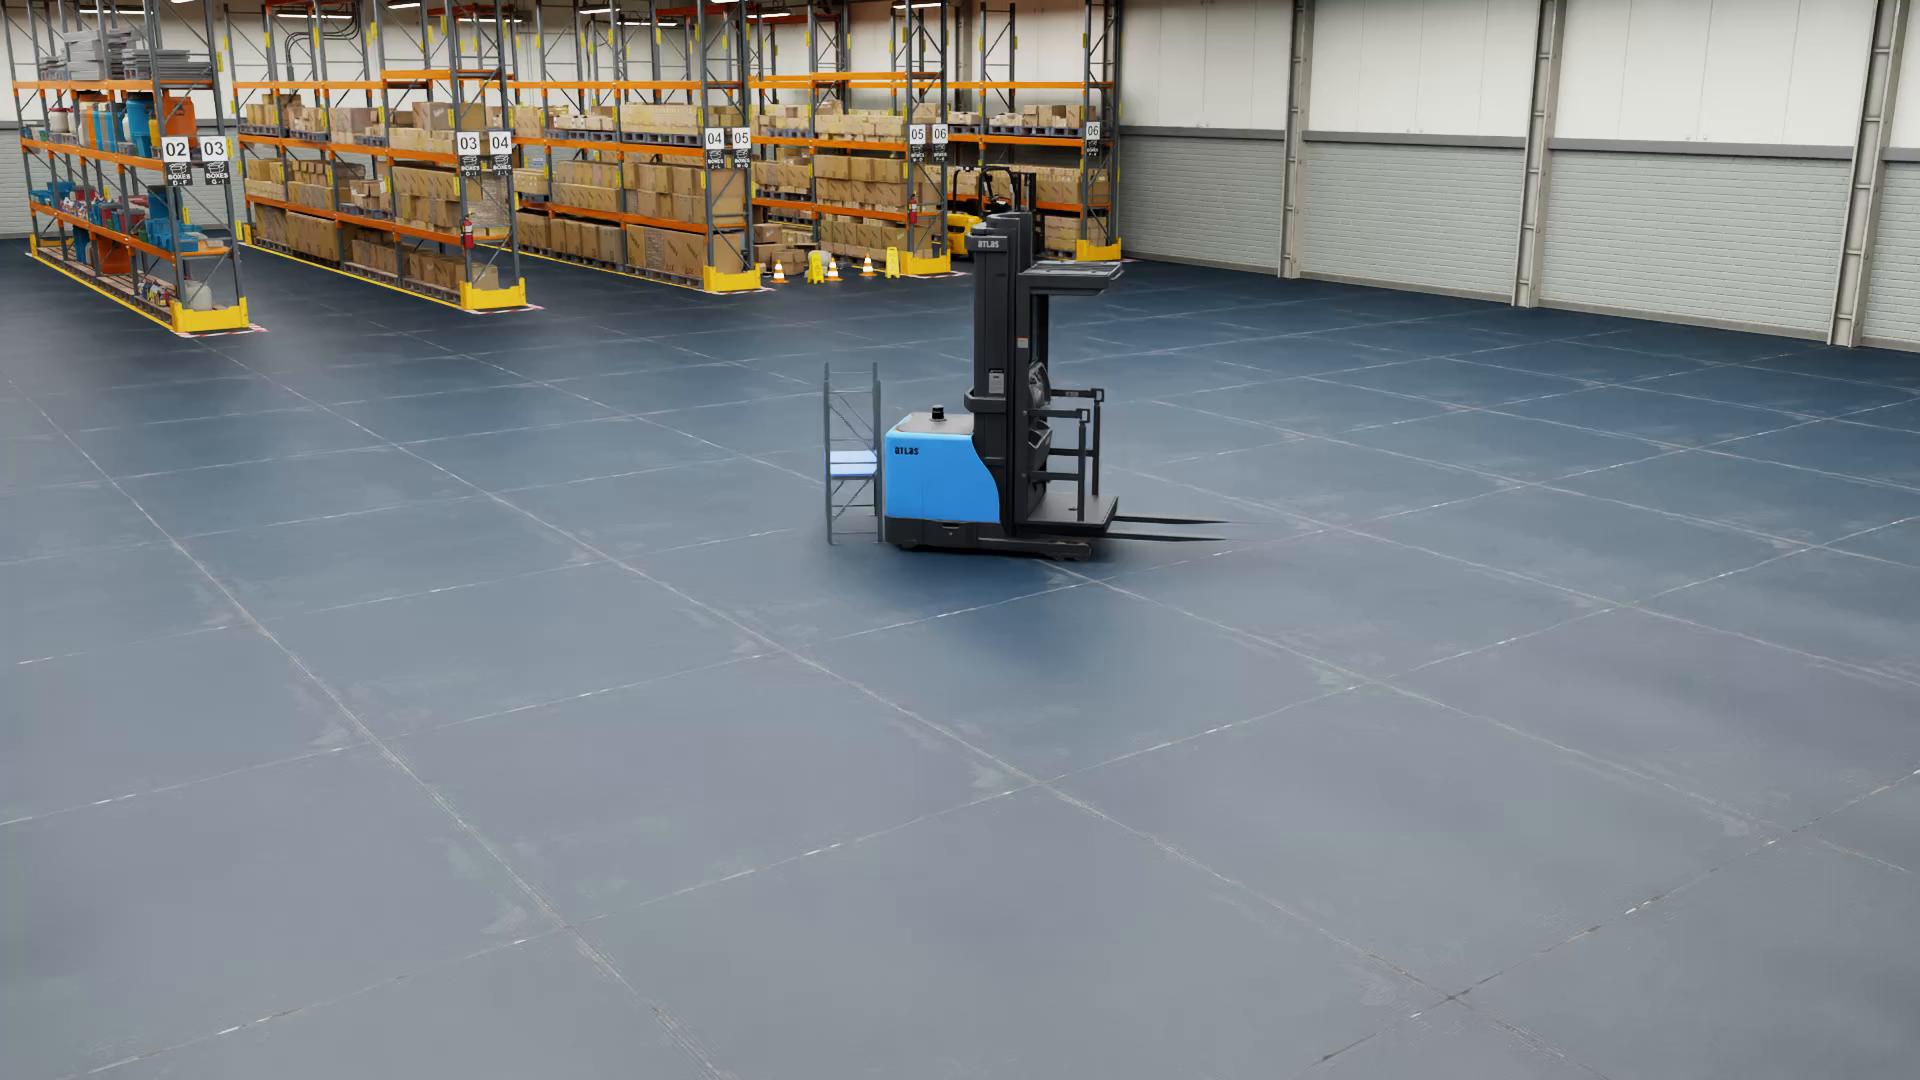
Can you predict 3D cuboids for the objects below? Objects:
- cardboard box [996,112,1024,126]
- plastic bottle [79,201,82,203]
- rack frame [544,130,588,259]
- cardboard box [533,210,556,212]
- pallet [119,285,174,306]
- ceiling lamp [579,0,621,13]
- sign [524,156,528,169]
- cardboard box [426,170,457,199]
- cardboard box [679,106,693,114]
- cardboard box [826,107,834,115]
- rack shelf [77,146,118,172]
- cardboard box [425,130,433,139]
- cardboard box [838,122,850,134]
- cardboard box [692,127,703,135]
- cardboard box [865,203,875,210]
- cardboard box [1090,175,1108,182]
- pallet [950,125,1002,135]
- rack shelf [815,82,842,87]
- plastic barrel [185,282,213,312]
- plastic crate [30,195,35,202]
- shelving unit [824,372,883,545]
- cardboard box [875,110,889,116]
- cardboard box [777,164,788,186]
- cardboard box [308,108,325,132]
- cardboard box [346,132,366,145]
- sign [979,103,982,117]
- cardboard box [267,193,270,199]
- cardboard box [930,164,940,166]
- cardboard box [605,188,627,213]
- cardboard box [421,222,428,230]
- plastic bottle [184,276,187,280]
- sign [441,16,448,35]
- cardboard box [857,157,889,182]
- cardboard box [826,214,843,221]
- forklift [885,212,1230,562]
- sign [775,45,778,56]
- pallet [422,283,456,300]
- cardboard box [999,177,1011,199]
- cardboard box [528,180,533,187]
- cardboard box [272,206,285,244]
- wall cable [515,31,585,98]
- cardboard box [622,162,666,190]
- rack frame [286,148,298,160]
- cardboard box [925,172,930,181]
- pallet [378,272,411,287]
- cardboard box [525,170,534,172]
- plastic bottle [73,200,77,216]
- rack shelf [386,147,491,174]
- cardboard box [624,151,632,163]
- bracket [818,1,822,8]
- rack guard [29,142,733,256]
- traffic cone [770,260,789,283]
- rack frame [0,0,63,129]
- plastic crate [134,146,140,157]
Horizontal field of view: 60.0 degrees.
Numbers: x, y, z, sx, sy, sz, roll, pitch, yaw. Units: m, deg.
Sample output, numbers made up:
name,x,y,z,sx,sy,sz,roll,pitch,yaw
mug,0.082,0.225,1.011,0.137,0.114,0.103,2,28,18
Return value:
name,x,y,z,sx,sy,sz,roll,pitch,yaw
cardboard box,1.234,-10.433,41.188,0.500,0.311,0.500,-10,18,-33
plastic bottle,-19.165,-7.232,36.226,0.152,0.276,0.135,-11,19,-35
rack frame,-9.367,-8.287,39.845,1.000,3.000,0.127,-11,19,-35
cardboard box,-10.463,-8.157,41.891,0.500,0.250,0.500,-12,19,-37
pallet,-15.586,-4.732,32.140,1.003,0.211,1.213,-11,19,-35
ceiling lamp,-9.050,-15.123,42.400,0.800,3.185,2.000,-11,19,-35
sign,-11.272,-9.786,43.130,0.100,0.325,0.005,-11,19,-35
cardboard box,-9.849,-6.796,31.752,0.500,0.500,0.500,-11,19,-35
cardboard box,-5.432,-8.667,33.533,0.380,0.149,0.250,-10,18,-34
cardboard box,-3.391,-10.333,40.179,0.500,0.250,0.500,-11,19,-36
rack shelf,-16.269,-7.442,32.441,1.077,0.370,4.000,-11,19,-35
cardboard box,-9.909,-7.687,31.500,0.380,0.149,0.250,-12,19,-37
cardboard box,-2.439,-9.386,37.901,0.500,0.250,0.500,-11,19,-34
cardboard box,-5.133,-8.173,33.239,0.380,0.149,0.250,-11,19,-35
cardboard box,-1.920,-7.556,37.651,0.380,0.149,0.250,-11,19,-35
cardboard box,3.305,-8.613,39.620,0.380,0.149,0.250,-11,19,-36
pallet,0.413,-10.535,42.738,0.805,0.209,1.217,-12,19,-37
rack shelf,-4.246,-11.098,40.501,0.919,0.124,3.809,-11,19,-35
plastic barrel,-13.190,-4.193,28.804,0.421,0.512,0.421,0,15,0
plastic crate,-22.148,-8.195,39.894,0.250,0.136,0.298,-11,19,-35
shelving unit,-0.993,-0.820,15.404,0.500,1.500,1.039,-1,15,-4
cardboard box,-2.117,-11.707,45.625,0.380,0.149,0.250,-12,19,-36
cardboard box,-4.119,-8.897,40.525,0.500,0.500,0.500,-10,18,-33
cardboard box,-14.434,-9.526,37.705,0.500,0.500,0.500,-10,18,-32
cardboard box,-12.756,-8.555,35.427,0.500,0.250,0.500,-10,18,-33
sign,0.509,-10.755,41.607,0.100,0.325,0.005,-11,19,-35
cardboard box,-16.991,-8.560,41.319,0.380,0.149,0.250,-11,19,-35
cardboard box,-0.707,-10.068,44.934,0.380,0.149,0.250,-11,19,-35
cardboard box,-7.538,-7.551,36.967,0.500,0.500,0.500,-11,19,-35
cardboard box,-10.311,-6.152,32.522,0.380,0.149,0.250,-11,19,-35
plastic bottle,-14.481,-4.757,31.134,0.144,0.351,0.185,-11,19,-36
sign,-9.196,-9.169,29.634,0.100,0.325,0.005,-11,19,-35
cardboard box,-1.870,-8.320,37.319,0.700,0.500,0.500,-11,19,-35
cardboard box,-2.917,-7.570,38.988,0.380,0.149,0.250,-11,19,-34
forklift,0.894,-1.375,14.721,3.031,2.935,1.130,3,16,11
sign,-5.653,-15.059,51.153,0.100,0.325,0.005,-11,19,-35
pallet,-9.942,-4.941,32.902,1.003,0.211,1.213,-11,19,-35
cardboard box,1.312,-8.798,41.524,0.500,0.500,0.500,-10,18,-34
cardboard box,-10.184,-8.603,40.118,0.380,0.149,0.250,-10,18,-32
cardboard box,-16.643,-7.916,41.719,0.875,0.875,0.875,-11,19,-35
wall cable,-13.089,-14.966,52.883,2.355,3.000,0.029,-11,19,-35
cardboard box,-6.826,-7.942,36.255,0.875,0.550,0.550,-11,19,-35
rack frame,-15.788,-8.393,40.234,0.949,2.616,0.053,-11,19,-35
cardboard box,-0.760,-9.662,44.208,0.500,0.250,0.500,-11,19,-36
pallet,-11.546,-5.505,34.965,1.003,0.211,1.213,-11,19,-35
cardboard box,-10.720,-9.232,41.852,0.380,0.149,0.250,-12,19,-36
plastic bottle,-18.947,-7.119,35.670,0.144,0.351,0.185,-11,19,-35
rack shelf,-9.911,-7.357,32.129,1.077,0.370,4.000,-11,19,-35
cardboard box,-9.162,-10.844,47.106,0.500,0.500,0.500,-11,19,-34
bracket,-3.973,-15.654,48.579,0.235,0.232,0.430,-11,19,-35
rack guard,-13.489,-7.460,37.156,11.052,2.825,16.299,-11,19,-35
traffic cone,-3.827,-5.689,35.158,0.336,0.463,0.334,-11,19,-35
rack frame,-22.149,-11.372,39.752,1.000,3.000,0.127,-11,19,-35
plastic crate,-14.385,-6.881,29.428,0.336,0.188,0.450,-11,19,-35
